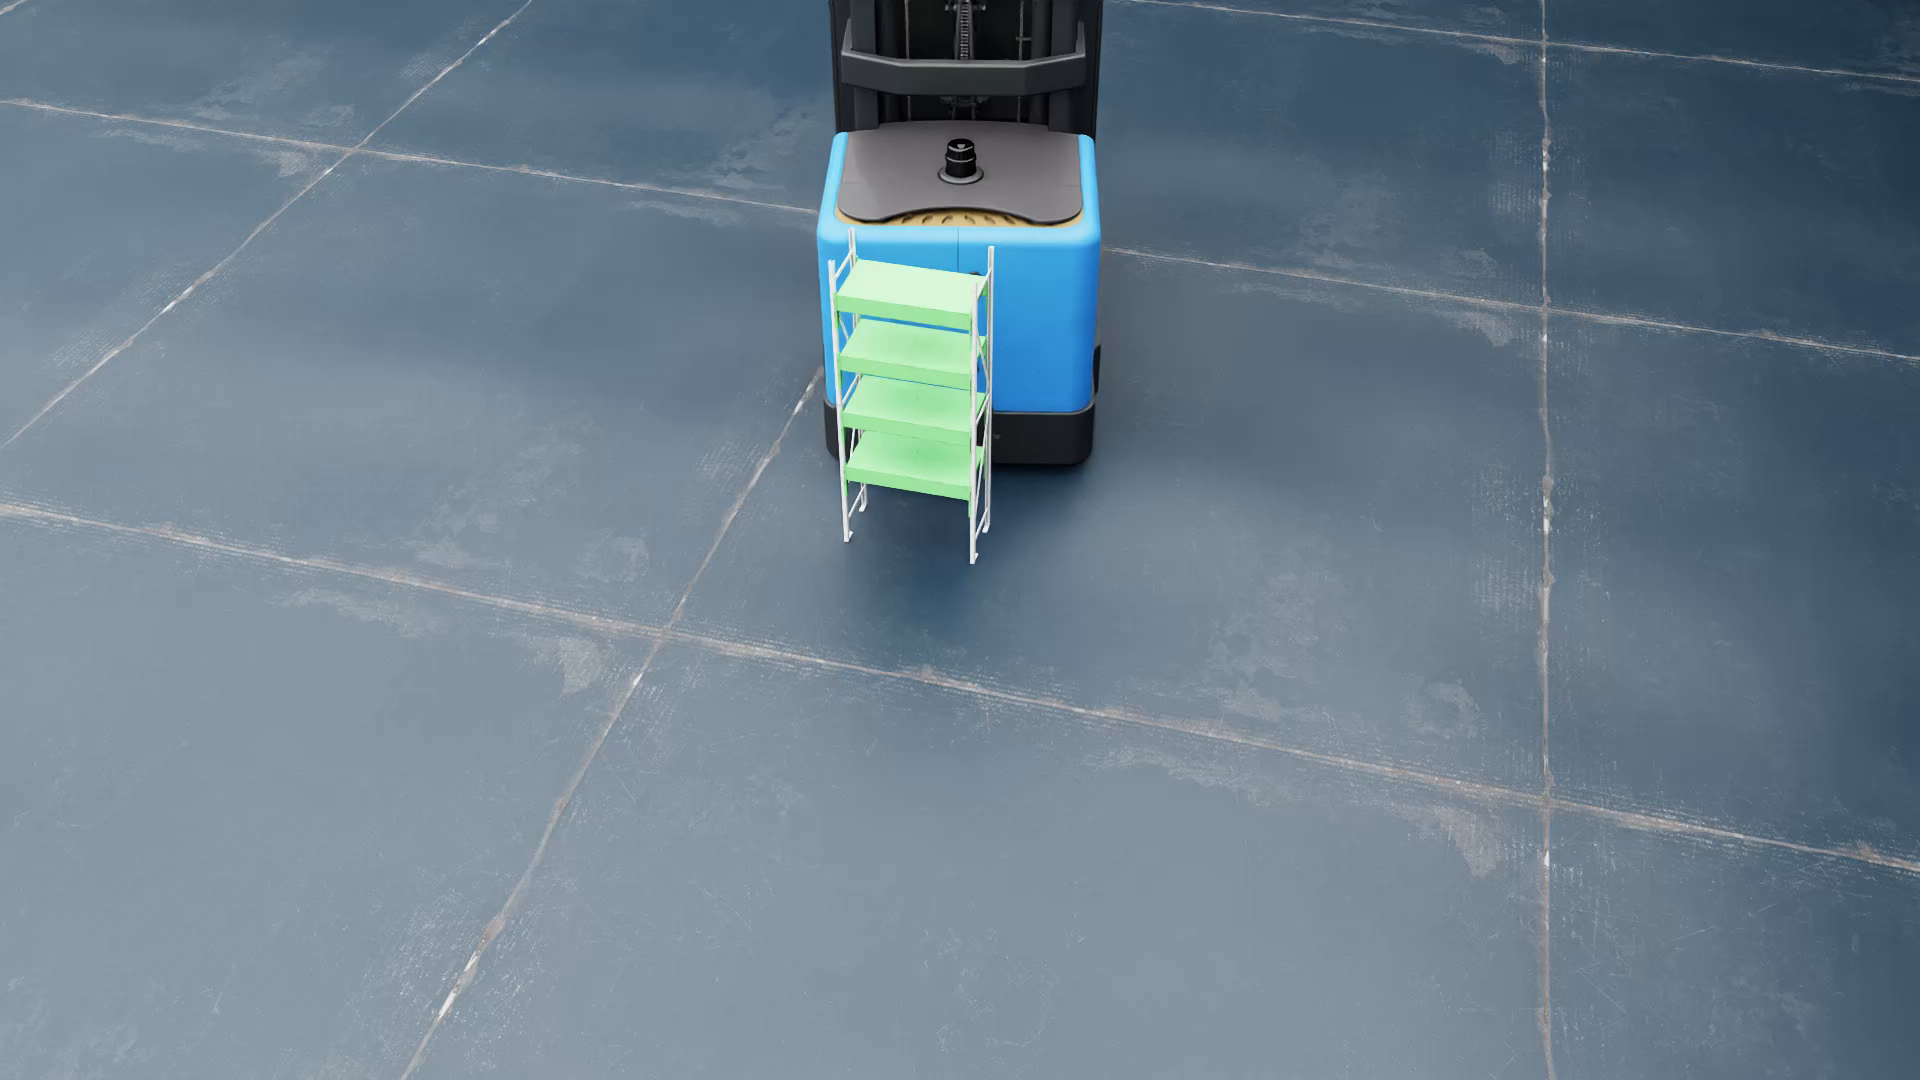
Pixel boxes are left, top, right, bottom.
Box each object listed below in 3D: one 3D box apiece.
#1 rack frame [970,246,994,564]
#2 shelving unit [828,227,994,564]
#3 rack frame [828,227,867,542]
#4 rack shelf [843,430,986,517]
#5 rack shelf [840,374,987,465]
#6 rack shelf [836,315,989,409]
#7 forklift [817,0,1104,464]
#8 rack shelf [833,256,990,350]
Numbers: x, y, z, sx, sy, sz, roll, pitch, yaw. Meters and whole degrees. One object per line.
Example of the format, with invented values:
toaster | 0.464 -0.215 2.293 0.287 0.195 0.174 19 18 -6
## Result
rack frame | 0.076 -0.446 5.849 0.015 1.200 0.240 10 41 11
shelving unit | -0.160 -0.487 5.897 0.503 1.200 0.258 10 41 11
rack frame | -0.396 -0.528 5.945 0.015 1.200 0.240 10 41 11
rack shelf | -0.160 -0.254 6.092 0.480 0.148 0.258 10 41 11
rack shelf | -0.160 -0.438 5.938 0.480 0.148 0.258 10 41 11
rack shelf | -0.160 -0.622 5.784 0.480 0.148 0.258 10 41 11
forklift | 0.031 -2.342 6.760 1.130 2.935 3.031 1 40 1
rack shelf | -0.160 -0.806 5.629 0.480 0.148 0.258 10 41 11
